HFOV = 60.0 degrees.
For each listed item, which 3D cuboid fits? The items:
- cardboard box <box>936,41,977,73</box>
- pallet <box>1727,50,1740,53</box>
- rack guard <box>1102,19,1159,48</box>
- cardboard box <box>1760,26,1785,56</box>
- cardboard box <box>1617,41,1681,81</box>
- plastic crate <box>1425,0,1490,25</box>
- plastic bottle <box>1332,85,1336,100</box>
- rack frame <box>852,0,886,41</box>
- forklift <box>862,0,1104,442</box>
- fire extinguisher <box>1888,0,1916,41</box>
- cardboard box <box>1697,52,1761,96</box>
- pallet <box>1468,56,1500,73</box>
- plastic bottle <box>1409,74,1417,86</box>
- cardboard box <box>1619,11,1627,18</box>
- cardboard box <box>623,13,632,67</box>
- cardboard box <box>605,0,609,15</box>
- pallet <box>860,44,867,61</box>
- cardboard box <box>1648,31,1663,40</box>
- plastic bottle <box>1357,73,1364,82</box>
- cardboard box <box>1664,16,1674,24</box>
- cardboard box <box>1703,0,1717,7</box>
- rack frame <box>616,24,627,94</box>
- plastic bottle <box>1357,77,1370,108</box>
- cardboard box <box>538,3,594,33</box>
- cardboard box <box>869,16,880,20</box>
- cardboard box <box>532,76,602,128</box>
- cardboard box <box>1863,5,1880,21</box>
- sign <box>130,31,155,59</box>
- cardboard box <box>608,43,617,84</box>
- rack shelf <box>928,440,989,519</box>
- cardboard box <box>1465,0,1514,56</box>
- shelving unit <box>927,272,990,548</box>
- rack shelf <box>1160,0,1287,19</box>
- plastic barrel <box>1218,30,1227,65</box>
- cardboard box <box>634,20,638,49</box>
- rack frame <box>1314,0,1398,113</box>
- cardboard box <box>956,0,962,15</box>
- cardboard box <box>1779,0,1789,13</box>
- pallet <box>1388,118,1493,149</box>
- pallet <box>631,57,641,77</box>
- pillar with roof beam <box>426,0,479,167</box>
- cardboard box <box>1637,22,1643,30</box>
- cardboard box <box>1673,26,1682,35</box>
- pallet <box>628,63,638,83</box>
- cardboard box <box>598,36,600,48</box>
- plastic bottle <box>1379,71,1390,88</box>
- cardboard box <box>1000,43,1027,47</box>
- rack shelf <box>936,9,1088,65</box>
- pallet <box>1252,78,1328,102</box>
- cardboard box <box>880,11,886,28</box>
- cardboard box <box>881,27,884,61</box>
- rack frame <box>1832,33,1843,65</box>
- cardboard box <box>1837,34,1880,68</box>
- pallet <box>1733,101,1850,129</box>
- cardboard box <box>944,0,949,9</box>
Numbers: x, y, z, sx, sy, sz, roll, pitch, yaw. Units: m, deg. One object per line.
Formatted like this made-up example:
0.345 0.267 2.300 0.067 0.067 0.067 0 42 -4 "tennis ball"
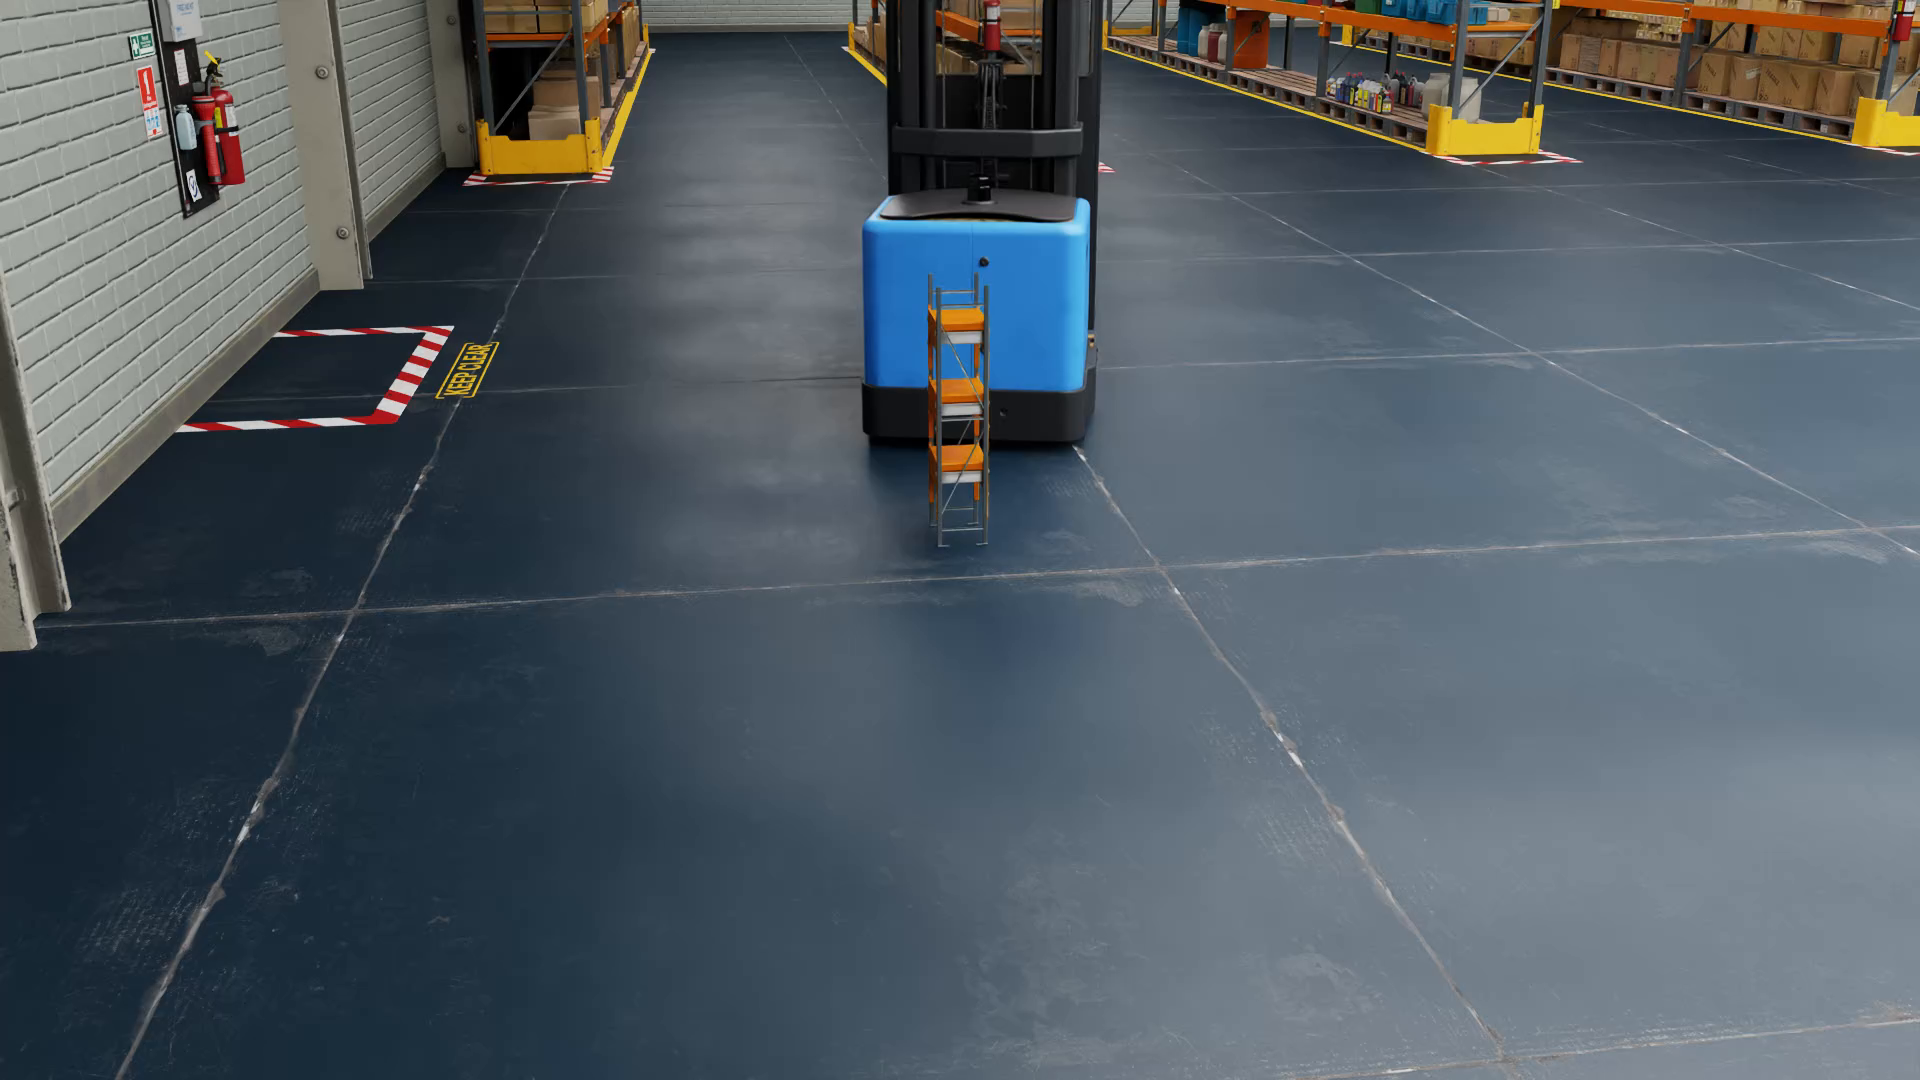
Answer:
-0.060 -5.766 20.124 0.500 0.500 0.500 -3 21 -8 "cardboard box"
13.870 -8.590 29.413 1.003 0.211 1.213 -3 21 -8 "pallet"
3.339 -9.922 32.567 1.175 0.500 0.348 -3 21 -8 "rack guard"
13.816 -8.383 27.847 0.500 0.500 0.500 -4 21 -10 "cardboard box"
9.788 -6.789 23.550 0.700 0.500 0.500 -5 21 -12 "cardboard box"
5.294 -5.634 17.727 0.499 0.251 0.616 -3 21 -8 "plastic crate"
4.727 -5.623 20.855 0.097 0.201 0.097 0 20 0 "plastic bottle"
-1.547 -10.837 31.444 1.000 3.000 0.127 -3 21 -8 "rack frame"
0.196 -2.303 8.692 1.130 2.935 3.031 2 21 5 "forklift"
10.124 -5.696 17.791 0.296 0.674 0.183 -3 21 -8 "fire extinguisher"
10.004 -6.066 21.642 0.500 0.500 0.500 -4 21 -9 "cardboard box"
9.198 -7.957 27.720 1.003 0.211 1.213 -3 21 -8 "pallet"
5.537 -5.509 20.337 0.144 0.351 0.185 -3 21 -8 "plastic bottle"
13.105 -10.227 32.435 0.380 0.149 0.250 -4 21 -10 "cardboard box"
-5.391 -7.570 25.171 0.750 0.750 0.750 -3 21 -8 "cardboard box"
-4.350 -6.221 19.272 0.500 0.250 0.500 -3 21 -8 "cardboard box"
-1.247 -8.807 29.994 1.003 0.211 1.213 -3 21 -8 "pallet"
13.213 -9.504 31.349 0.380 0.149 0.250 -3 21 -8 "cardboard box"
4.934 -5.603 20.587 0.144 0.351 0.185 -3 21 -8 "plastic bottle"
13.368 -9.682 30.975 0.380 0.149 0.250 -2 21 -6 "cardboard box"
9.743 -6.886 21.225 0.380 0.149 0.250 -3 21 -8 "cardboard box"
-5.295 -7.816 23.356 1.000 3.000 0.127 -3 21 -8 "rack frame"
4.879 -5.383 19.999 0.144 0.351 0.185 -3 21 -8 "plastic bottle"
-3.898 -5.170 16.458 0.500 0.250 0.500 -4 21 -9 "cardboard box"
-1.246 -9.139 29.837 0.797 0.503 0.637 -3 21 -8 "cardboard box"
-4.291 -4.779 18.169 0.700 0.500 0.500 -4 21 -11 "cardboard box"
10.282 -5.853 18.458 0.380 0.149 0.250 -3 21 -8 "cardboard box"
-3.929 -2.380 7.994 0.001 0.109 0.331 -3 21 -8 "sign"
-5.140 -6.604 23.056 0.700 0.500 0.500 -3 21 -7 "cardboard box"
-0.008 -0.240 6.683 0.215 0.259 0.240 -3 21 -8 "rack shelf"
9.075 -8.622 27.950 1.225 0.875 0.875 -4 21 -10 "cardboard box"
-0.008 -0.510 6.582 0.215 1.050 0.252 -3 21 -8 "shelving unit"
4.220 -8.671 26.673 1.077 0.370 4.000 -3 21 -8 "rack shelf"
4.251 -7.706 26.018 0.421 0.512 0.421 0 20 0 "plastic barrel"
-6.019 -8.843 29.077 0.700 0.500 0.500 -2 21 -6 "cardboard box"
5.085 -6.931 20.985 1.000 3.000 0.127 -3 21 -8 "rack frame"
0.336 -6.393 19.404 0.700 0.500 0.500 -3 21 -8 "cardboard box"
10.030 -6.370 19.844 0.380 0.149 0.250 -3 21 -8 "cardboard box"
5.492 -4.545 18.583 1.003 0.211 1.213 -3 21 -8 "pallet"
-5.686 -7.631 26.846 1.003 0.211 1.213 -3 21 -8 "pallet"
-0.839 -8.272 16.003 9.100 9.000 0.400 -3 21 -8 "pillar with roof beam"
13.249 -9.906 32.000 0.380 0.149 0.250 -2 21 -5 "cardboard box"
13.345 -9.352 30.518 0.380 0.149 0.250 -4 21 -10 "cardboard box"
-5.507 -7.208 25.713 1.003 0.211 1.213 -3 21 -8 "pallet"
-5.119 -6.755 22.388 0.500 0.250 0.500 -3 21 -7 "cardboard box"
5.321 -5.680 20.794 0.144 0.351 0.185 -3 21 -8 "plastic bottle"
0.527 -5.619 19.731 0.500 0.500 0.500 -3 21 -8 "cardboard box"
0.471 -5.653 18.592 1.077 0.370 4.000 -3 21 -8 "rack shelf"
4.754 -6.318 23.329 1.003 0.211 1.213 -3 21 -8 "pallet"
-0.997 -8.312 26.557 0.500 0.250 0.500 -3 21 -8 "cardboard box"
-0.989 -7.950 26.658 0.500 0.500 0.500 -3 21 -7 "cardboard box"
14.333 -8.781 25.938 1.000 3.000 0.127 -3 21 -8 "rack frame"
14.331 -7.708 25.682 1.050 0.750 0.750 -3 21 -8 "cardboard box"
10.297 -5.220 20.391 1.003 0.211 1.213 -3 21 -8 "pallet"
0.069 -6.780 20.797 0.500 0.250 0.500 -2 21 -4 "cardboard box"
